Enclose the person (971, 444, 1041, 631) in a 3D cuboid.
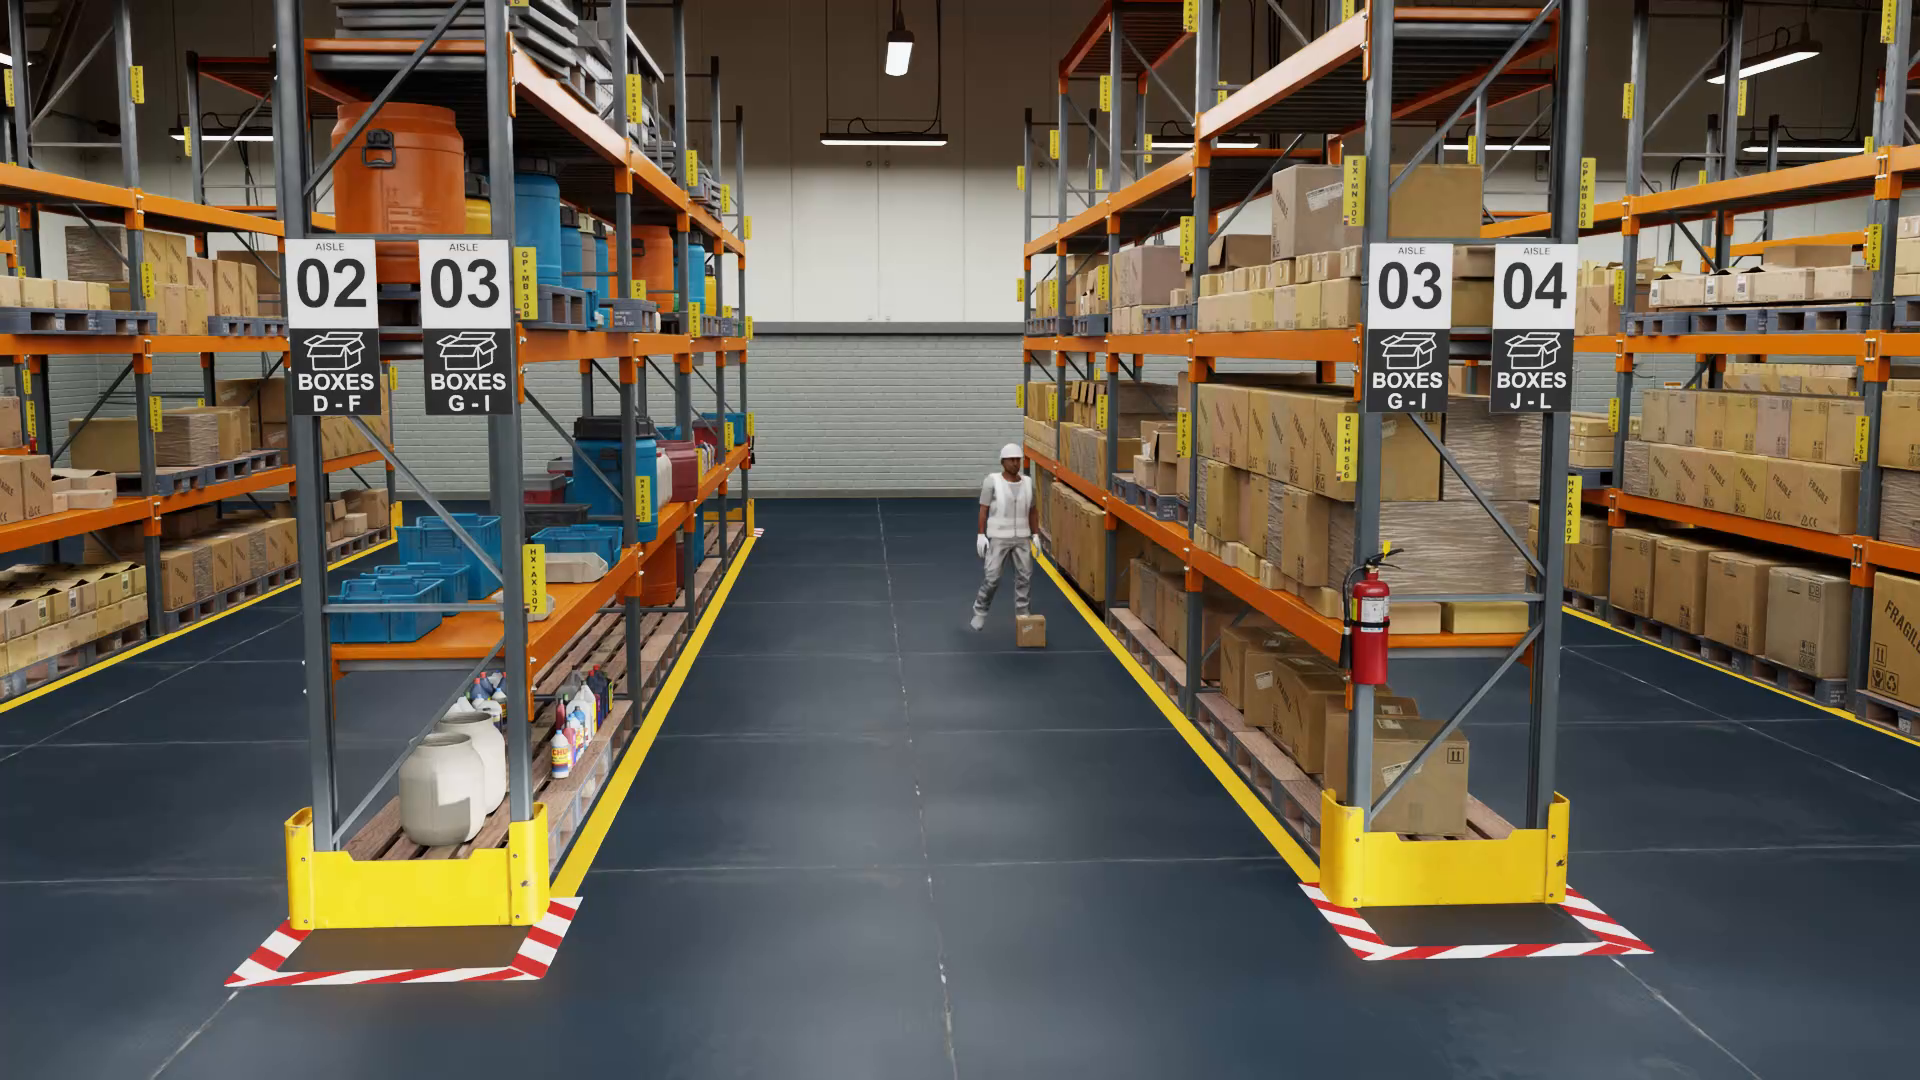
[{"bbox_3d":[0.449,-0.004,15.498,0.641,1.786,0.580,-3,7,-23],"label":"person"}]
